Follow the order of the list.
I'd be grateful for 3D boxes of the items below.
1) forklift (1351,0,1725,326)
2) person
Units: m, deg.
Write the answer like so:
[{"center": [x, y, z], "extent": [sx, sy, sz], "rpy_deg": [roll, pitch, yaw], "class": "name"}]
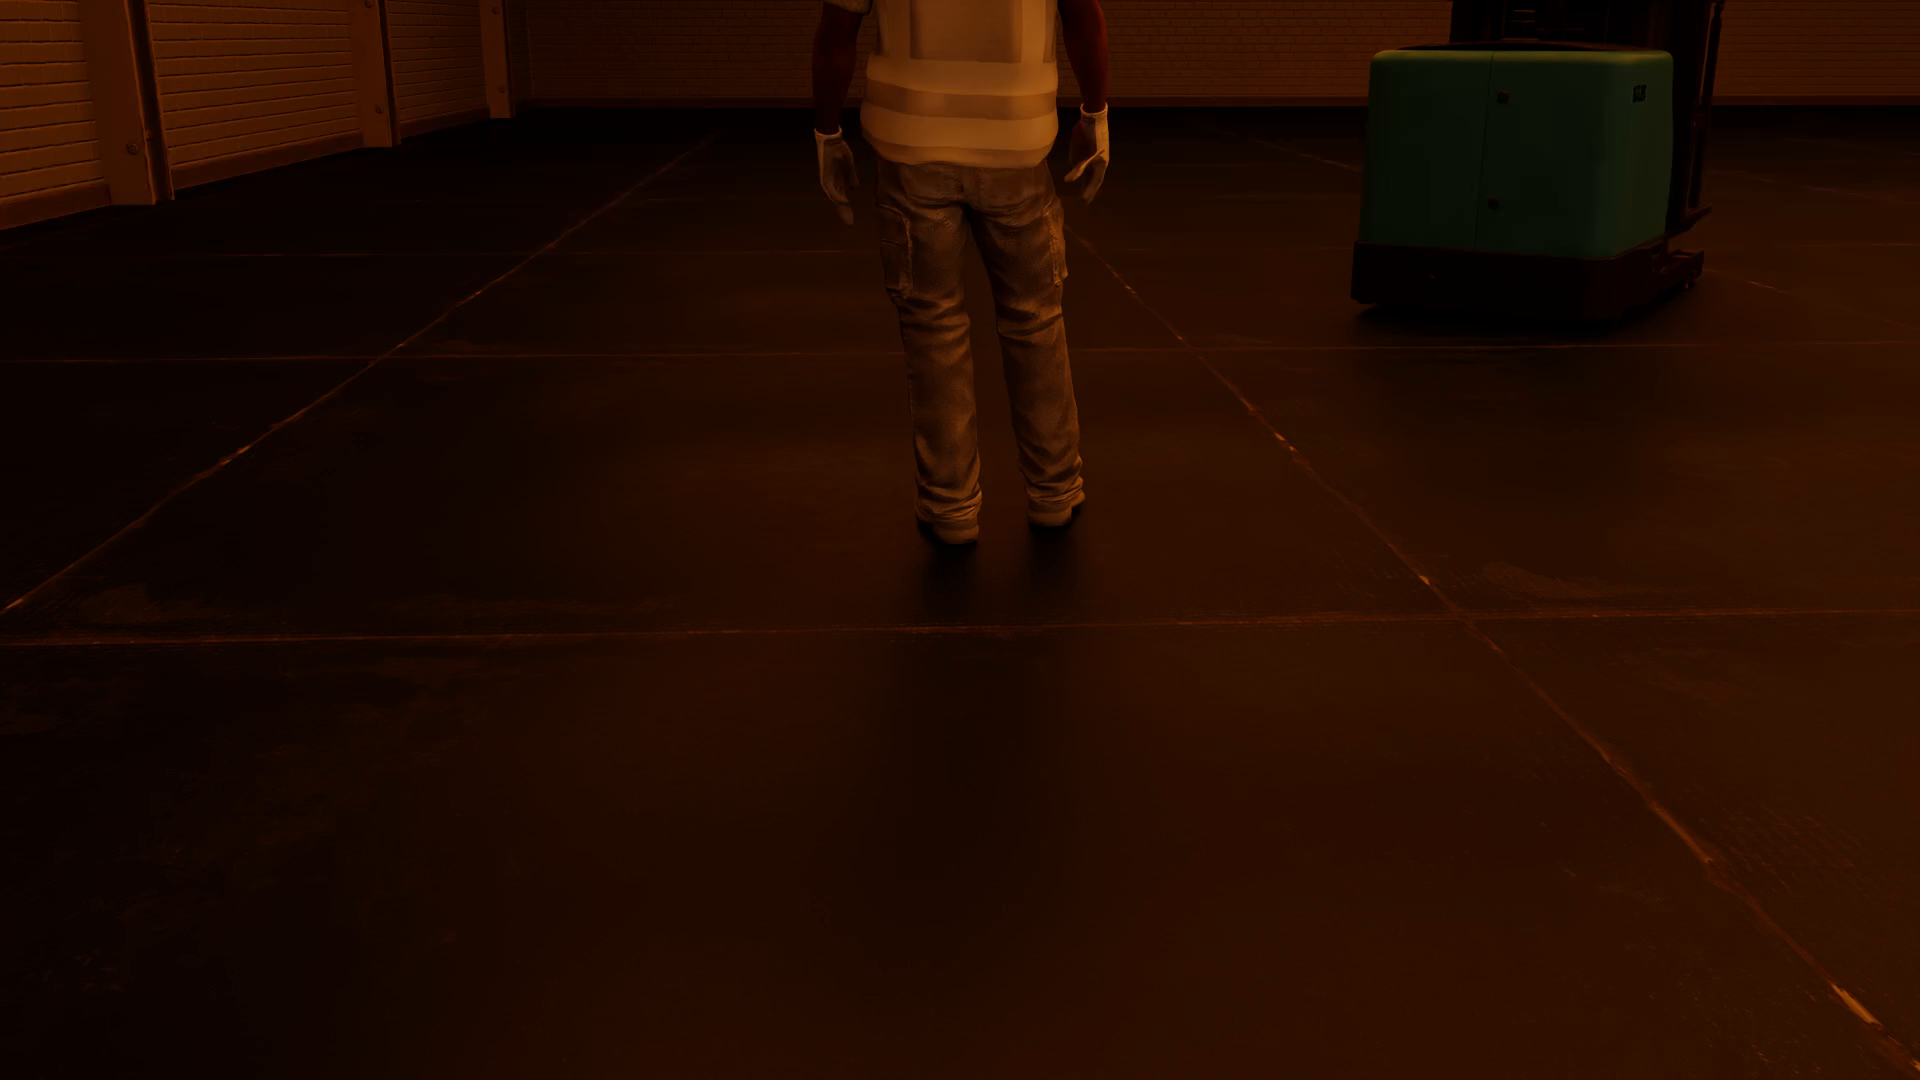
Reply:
[{"center": [2.868, -2.626, 7.491], "extent": [1.130, 2.935, 3.031], "rpy_deg": [11, 20, 31], "class": "forklift"}, {"center": [0.005, -0.881, 3.725], "extent": [0.657, 1.785, 0.575], "rpy_deg": [-1, 17, -3], "class": "person"}]
